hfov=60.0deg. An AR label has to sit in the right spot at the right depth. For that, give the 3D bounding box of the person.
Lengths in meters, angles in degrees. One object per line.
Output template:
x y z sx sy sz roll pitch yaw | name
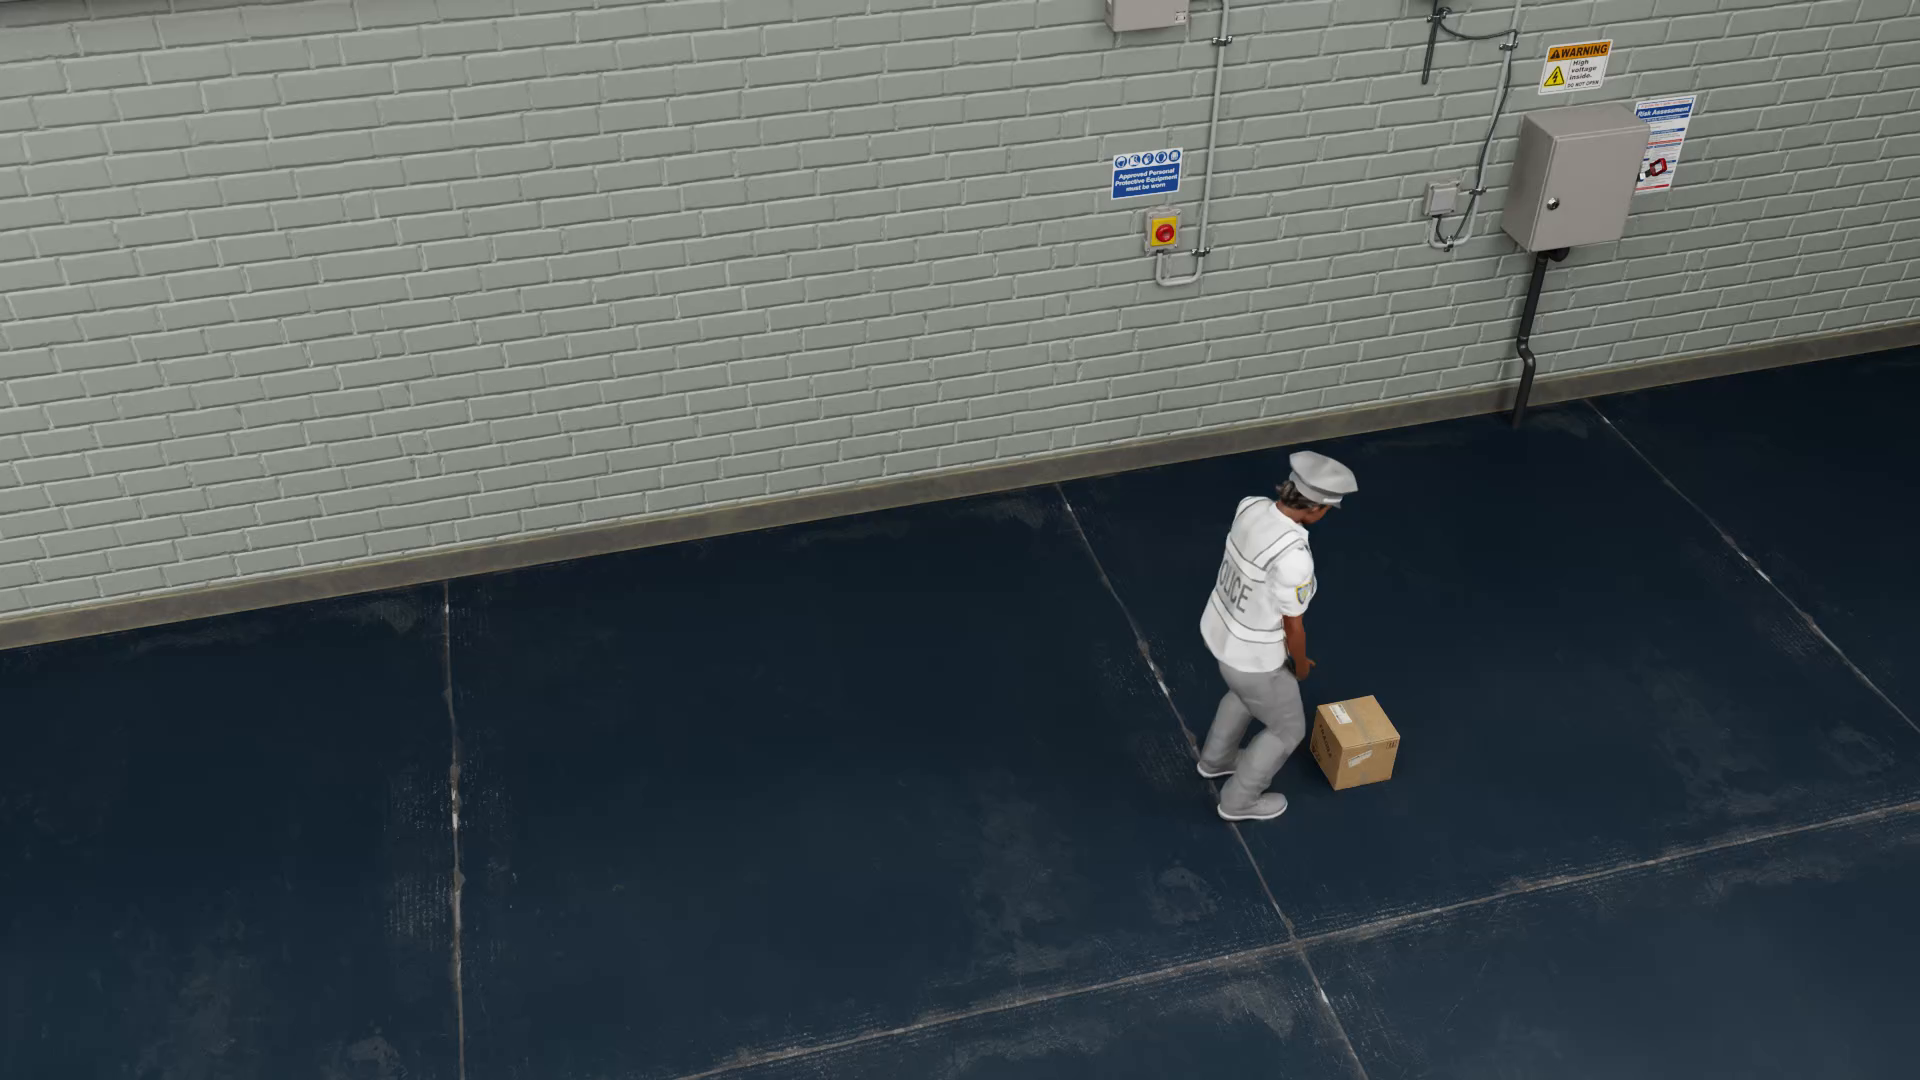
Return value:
1.157 0.371 6.315 0.500 1.592 0.469 -9 39 -11 | person
